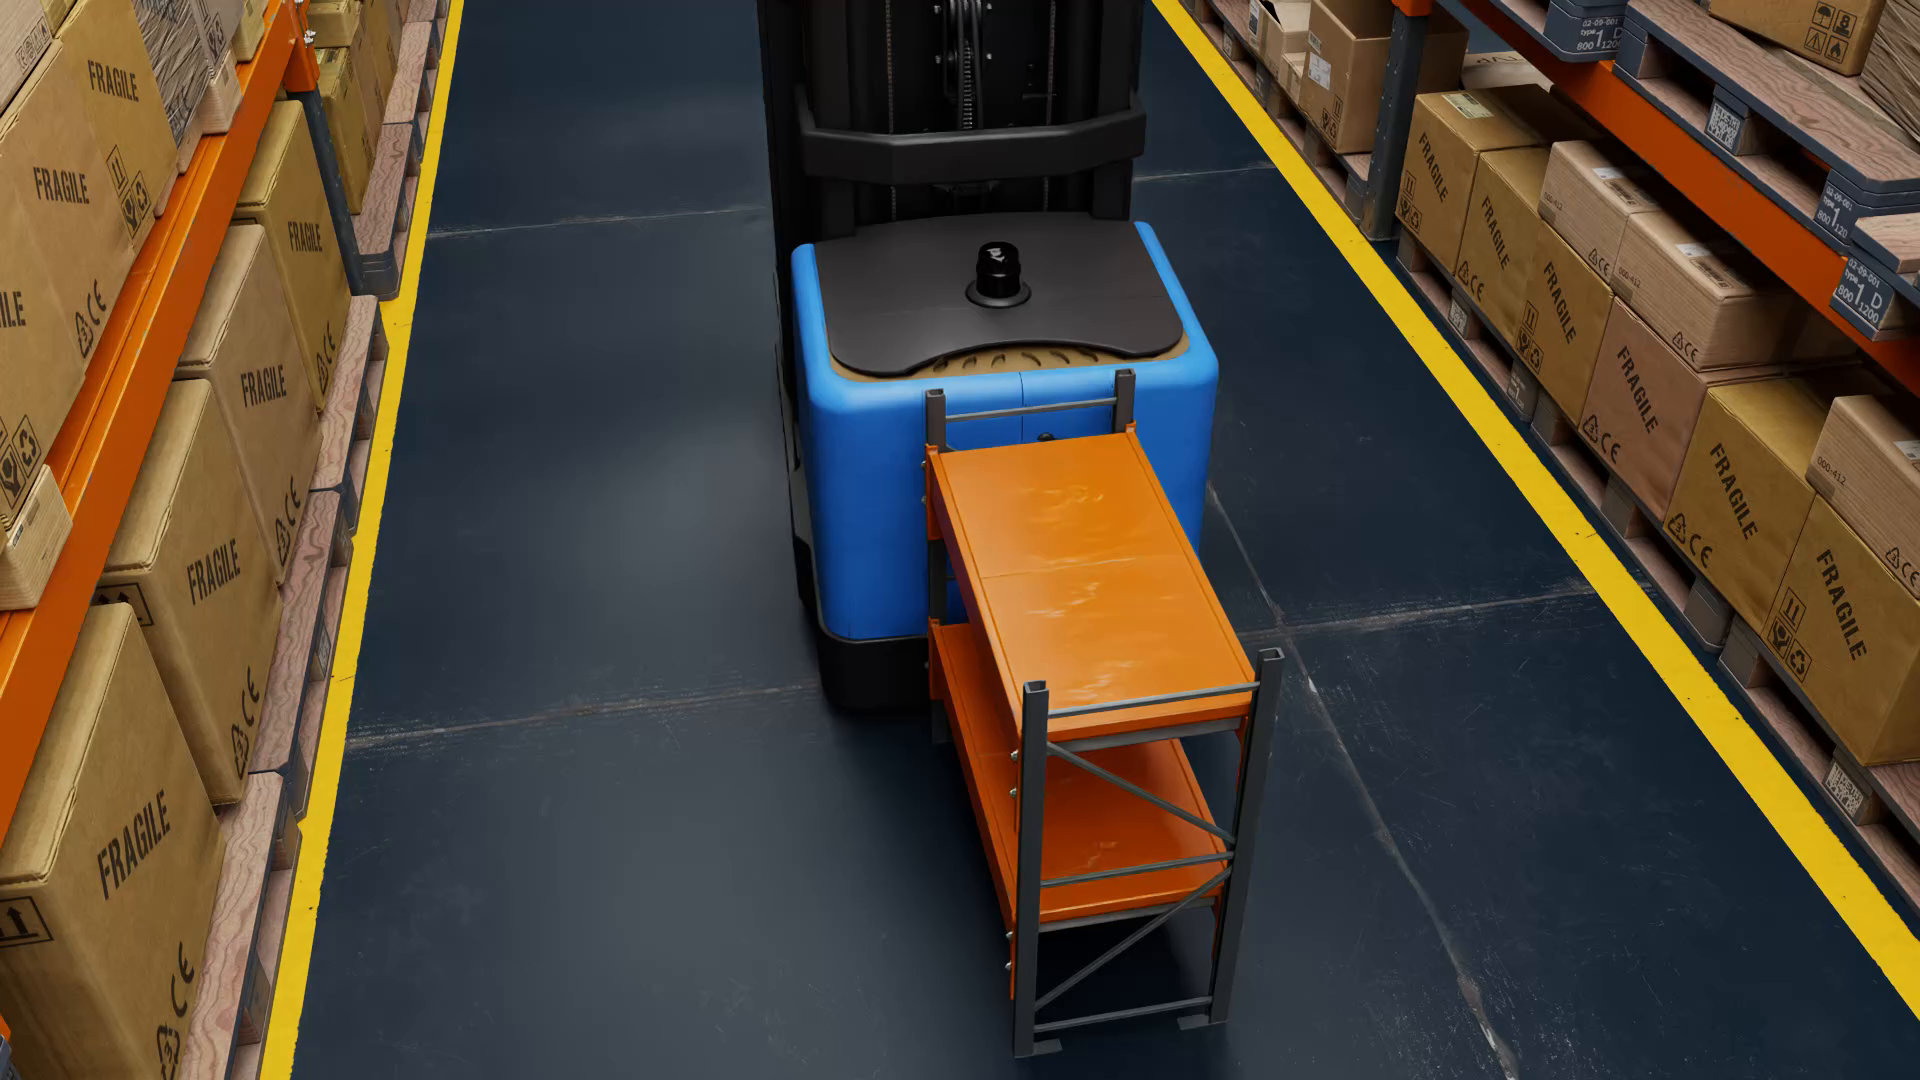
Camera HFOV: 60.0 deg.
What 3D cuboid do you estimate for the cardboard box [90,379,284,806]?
[{"bbox_3d":[-2.163,0.157,4.013,0.750,0.750,0.750,-6,38,-8],"label":"cardboard box"}]

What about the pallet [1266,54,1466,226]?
[{"bbox_3d":[2.039,-1.803,7.398,1.003,0.211,1.213,-6,38,-8],"label":"pallet"}]

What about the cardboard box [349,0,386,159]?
[{"bbox_3d":[-2.832,-1.899,6.945,0.700,0.500,0.500,-7,38,-8],"label":"cardboard box"}]

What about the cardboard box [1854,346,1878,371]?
[{"bbox_3d":[2.785,-0.499,5.126,0.500,0.500,0.500,-7,38,-9],"label":"cardboard box"}]

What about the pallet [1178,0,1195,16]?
[{"bbox_3d":[1.612,-3.276,9.295,1.003,0.211,1.213,-6,38,-8],"label":"pallet"}]

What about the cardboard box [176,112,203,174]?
[{"bbox_3d":[-2.229,-1.070,4.370,0.380,0.149,0.250,-6,38,-8],"label":"cardboard box"}]

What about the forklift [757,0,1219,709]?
[{"bbox_3d":[-0.060,-1.596,4.916,1.130,2.935,3.031,-5,38,-6],"label":"forklift"}]

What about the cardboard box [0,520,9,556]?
[{"bbox_3d":[-1.849,-0.024,2.495,0.500,0.500,0.500,-5,38,-7],"label":"cardboard box"}]

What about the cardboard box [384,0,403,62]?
[{"bbox_3d":[-3.021,-2.531,7.758,0.700,0.500,0.500,-7,38,-9],"label":"cardboard box"}]

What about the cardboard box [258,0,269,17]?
[{"bbox_3d":[-2.380,-1.689,5.167,0.380,0.149,0.250,-6,38,-8],"label":"cardboard box"}]

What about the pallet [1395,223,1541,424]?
[{"bbox_3d":[2.339,-0.901,6.237,1.003,0.211,1.213,-6,38,-8],"label":"pallet"}]

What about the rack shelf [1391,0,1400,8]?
[{"bbox_3d":[1.808,-3.413,7.784,1.077,0.370,4.000,-6,38,-8],"label":"rack shelf"}]

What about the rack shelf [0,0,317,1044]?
[{"bbox_3d":[-2.367,-0.462,3.986,1.077,0.370,4.000,-6,38,-8],"label":"rack shelf"}]

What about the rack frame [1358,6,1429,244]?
[{"bbox_3d":[2.159,-2.489,6.009,1.000,3.000,0.127,-6,38,-8],"label":"rack frame"}]

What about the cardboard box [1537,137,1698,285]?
[{"bbox_3d":[2.179,-1.049,5.223,0.500,0.250,0.500,-6,38,-8],"label":"cardboard box"}]

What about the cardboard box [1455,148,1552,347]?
[{"bbox_3d":[2.108,-1.036,5.818,0.500,0.500,0.500,-6,38,-7],"label":"cardboard box"}]

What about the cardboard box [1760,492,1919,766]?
[{"bbox_3d":[2.465,0.201,4.226,0.500,0.500,0.500,-5,38,-6],"label":"cardboard box"}]

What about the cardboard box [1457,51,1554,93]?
[{"bbox_3d":[2.298,-1.878,7.055,0.500,0.311,0.500,-6,38,-8],"label":"cardboard box"}]

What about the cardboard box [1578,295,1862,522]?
[{"bbox_3d":[2.277,-0.428,5.035,0.500,0.500,0.500,-8,38,-10],"label":"cardboard box"}]

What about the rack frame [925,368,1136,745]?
[{"bbox_3d":[0.167,0.075,4.237,0.500,1.125,0.032,-7,38,-9],"label":"rack frame"}]

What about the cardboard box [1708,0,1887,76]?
[{"bbox_3d":[2.529,-1.634,4.484,0.700,0.500,0.500,-16,41,-19],"label":"cardboard box"}]

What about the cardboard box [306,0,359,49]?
[{"bbox_3d":[-2.628,-2.078,6.646,0.380,0.149,0.250,-5,38,-6],"label":"cardboard box"}]

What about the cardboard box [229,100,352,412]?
[{"bbox_3d":[-2.476,-0.892,5.363,0.750,0.750,0.750,-6,38,-7],"label":"cardboard box"}]

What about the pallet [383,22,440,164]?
[{"bbox_3d":[-2.991,-2.059,7.728,1.003,0.211,1.213,-6,38,-8],"label":"pallet"}]

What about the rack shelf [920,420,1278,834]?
[{"bbox_3d":[0.266,0.149,3.664,0.538,0.278,1.000,-7,38,-9],"label":"rack shelf"}]

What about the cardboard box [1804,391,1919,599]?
[{"bbox_3d":[2.451,-0.129,4.039,0.500,0.250,0.500,-5,38,-6],"label":"cardboard box"}]

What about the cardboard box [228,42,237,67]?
[{"bbox_3d":[-2.311,-1.378,4.767,0.380,0.149,0.250,-5,38,-7],"label":"cardboard box"}]

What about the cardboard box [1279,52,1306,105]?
[{"bbox_3d":[1.655,-2.071,7.435,0.380,0.149,0.250,-6,38,-8],"label":"cardboard box"}]

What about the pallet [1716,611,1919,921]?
[{"bbox_3d":[2.766,0.573,4.340,1.003,0.211,1.213,-6,38,-8],"label":"pallet"}]

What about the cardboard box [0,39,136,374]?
[{"bbox_3d":[-2.018,-0.641,3.290,0.500,0.500,0.500,-6,38,-8],"label":"cardboard box"}]

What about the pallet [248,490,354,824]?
[{"bbox_3d":[-2.291,0.344,4.636,1.003,0.211,1.213,-6,38,-8],"label":"pallet"}]

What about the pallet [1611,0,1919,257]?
[{"bbox_3d":[2.515,-1.171,4.469,1.003,0.211,1.213,-6,38,-8],"label":"pallet"}]

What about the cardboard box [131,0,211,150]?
[{"bbox_3d":[-2.210,-1.256,4.081,0.500,0.500,0.500,-6,38,-8],"label":"cardboard box"}]

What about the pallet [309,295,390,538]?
[{"bbox_3d":[-2.508,-0.395,5.586,1.003,0.211,1.213,-6,38,-8],"label":"pallet"}]

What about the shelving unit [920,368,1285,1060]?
[{"bbox_3d":[0.266,0.381,3.843,0.538,1.125,1.048,-7,38,-9],"label":"shelving unit"}]

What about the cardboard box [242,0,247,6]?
[{"bbox_3d":[-2.388,-1.867,4.868,0.500,0.500,0.500,-7,38,-9],"label":"cardboard box"}]

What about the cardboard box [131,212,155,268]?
[{"bbox_3d":[-2.165,-0.755,3.965,0.380,0.149,0.250,-5,38,-7],"label":"cardboard box"}]
